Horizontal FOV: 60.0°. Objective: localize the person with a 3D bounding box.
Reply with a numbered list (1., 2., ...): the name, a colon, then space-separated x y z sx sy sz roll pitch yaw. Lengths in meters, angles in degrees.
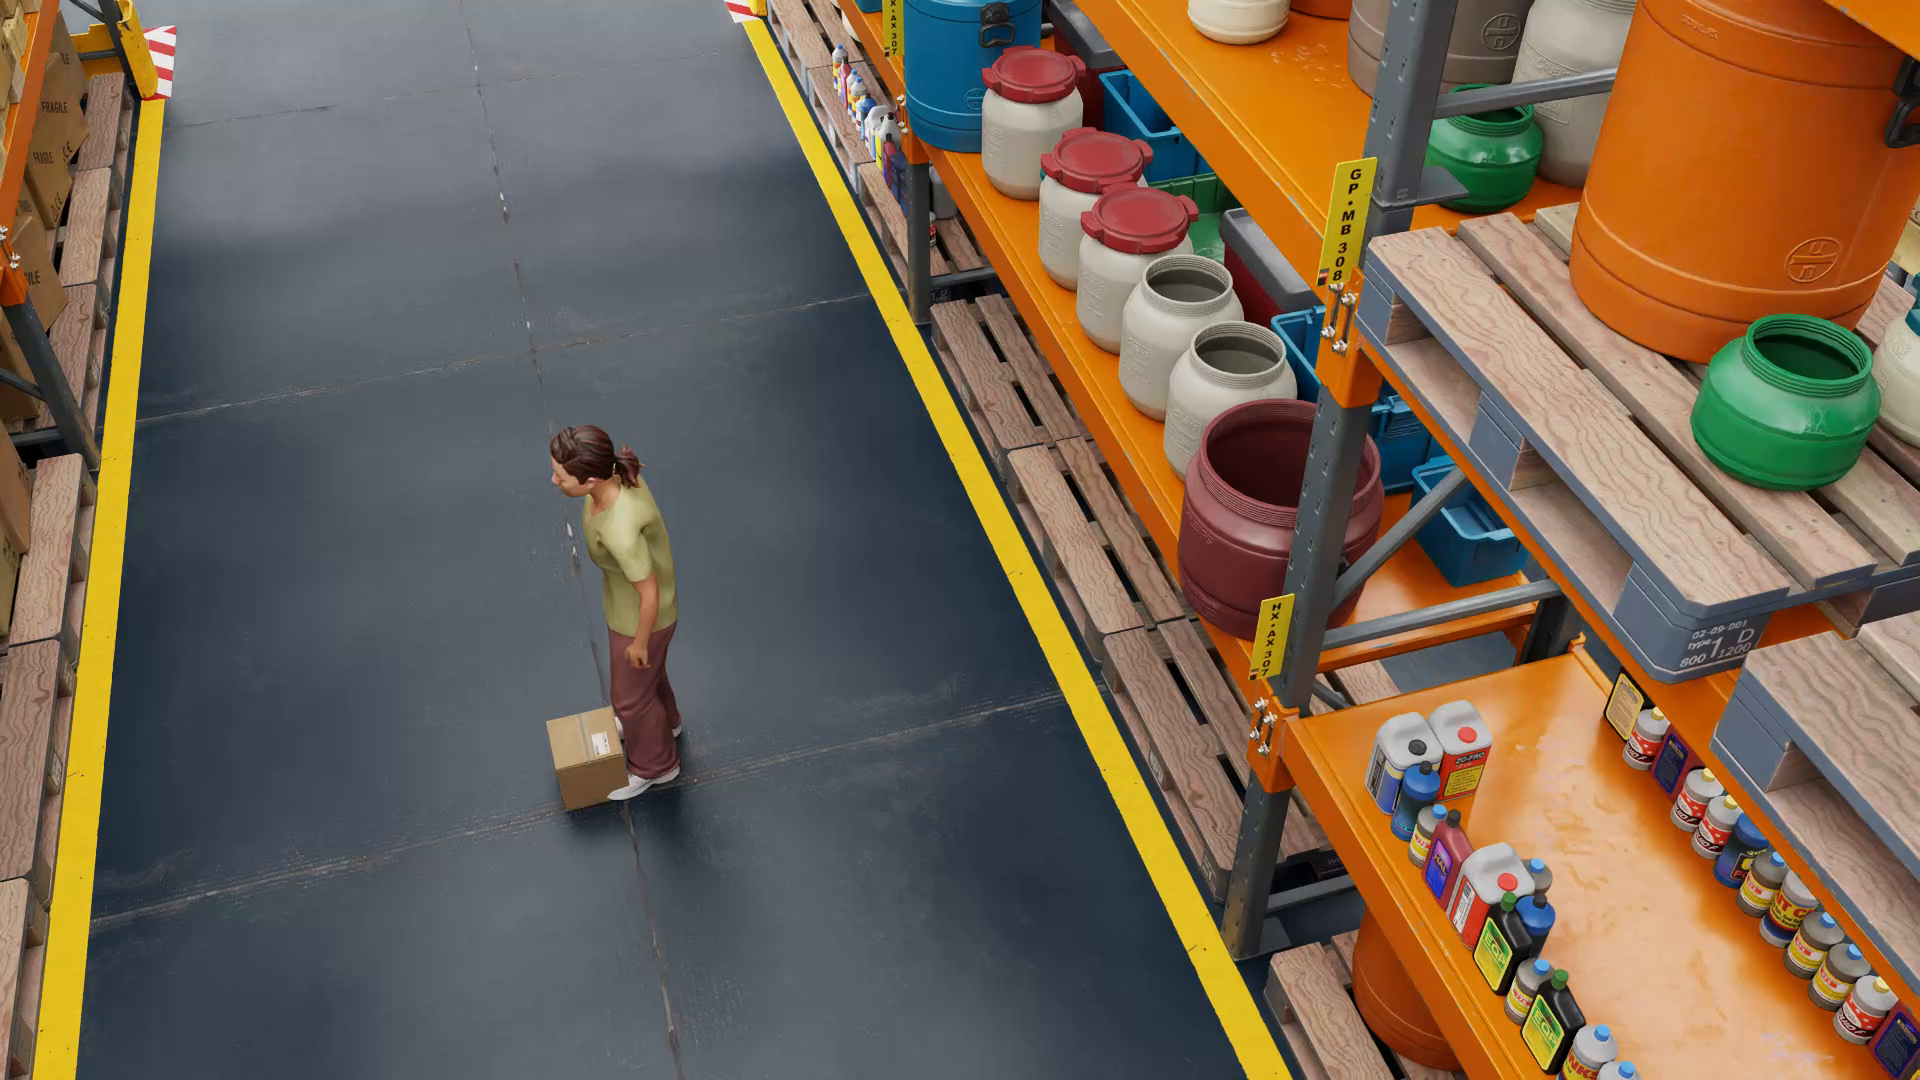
1. person: -1.197 0.251 5.887 0.409 1.672 0.497 -12 44 -13
